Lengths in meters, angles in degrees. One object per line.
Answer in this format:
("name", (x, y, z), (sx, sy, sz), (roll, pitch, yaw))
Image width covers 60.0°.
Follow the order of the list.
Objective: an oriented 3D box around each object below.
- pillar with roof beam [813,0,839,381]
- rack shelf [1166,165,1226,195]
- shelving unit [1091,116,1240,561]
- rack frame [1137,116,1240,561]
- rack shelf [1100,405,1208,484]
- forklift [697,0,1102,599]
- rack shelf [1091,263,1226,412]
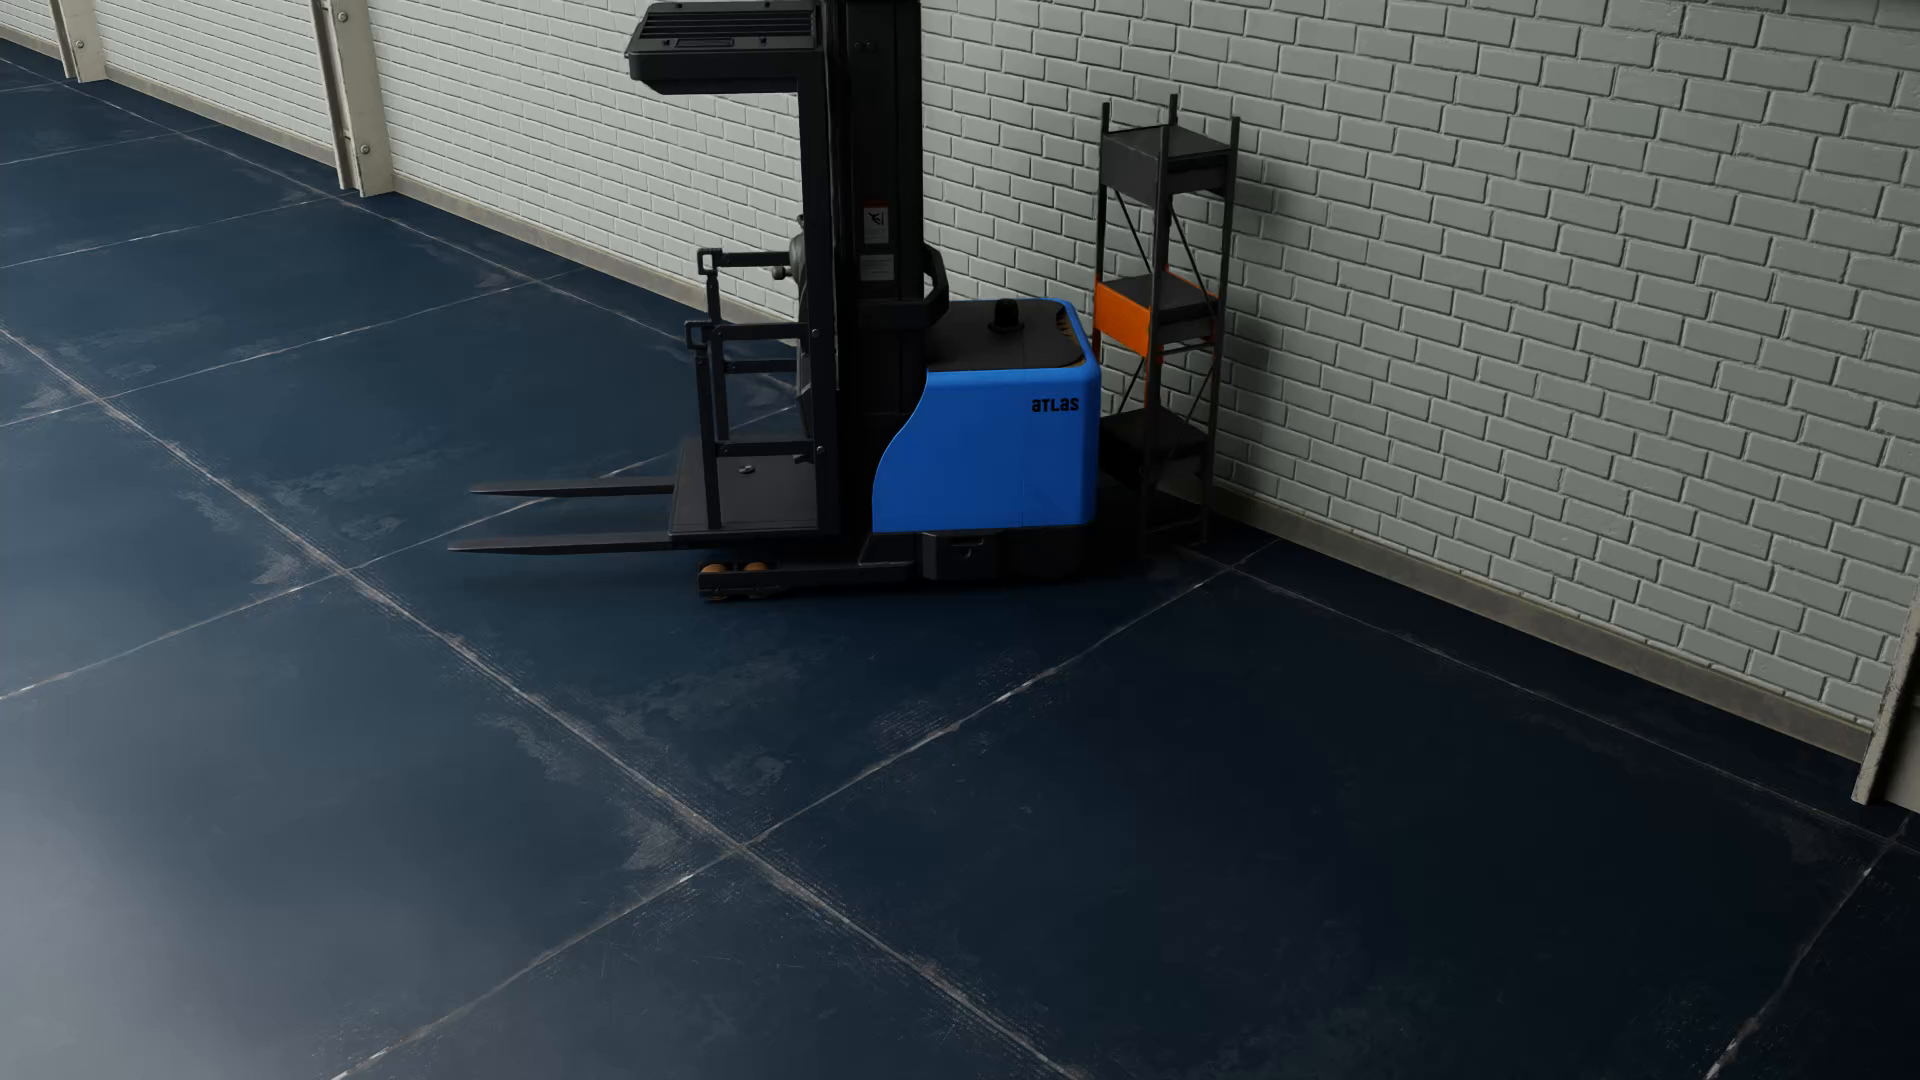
("pillar with roof beam", (-3.639, -3.506, 5.249), (0.400, 9.000, 9.100), (25, 36, 38))
("rack shelf", (0.929, -1.672, 7.483), (0.332, 0.100, 0.442), (-13, 31, -24))
("shelving unit", (0.932, -0.973, 7.845), (0.431, 2.100, 0.492), (-13, 31, -24))
("rack frame", (1.040, -0.874, 7.657), (0.400, 2.100, 0.015), (-13, 31, -24))
("rack shelf", (0.929, -0.465, 8.118), (0.368, 0.174, 0.457), (-13, 31, -24))
("forklift", (-0.896, -1.273, 7.522), (3.031, 2.935, 1.130), (-2, 28, -4))
("rack shelf", (0.929, -0.963, 7.856), (0.431, 0.518, 0.480), (-13, 31, -24))
